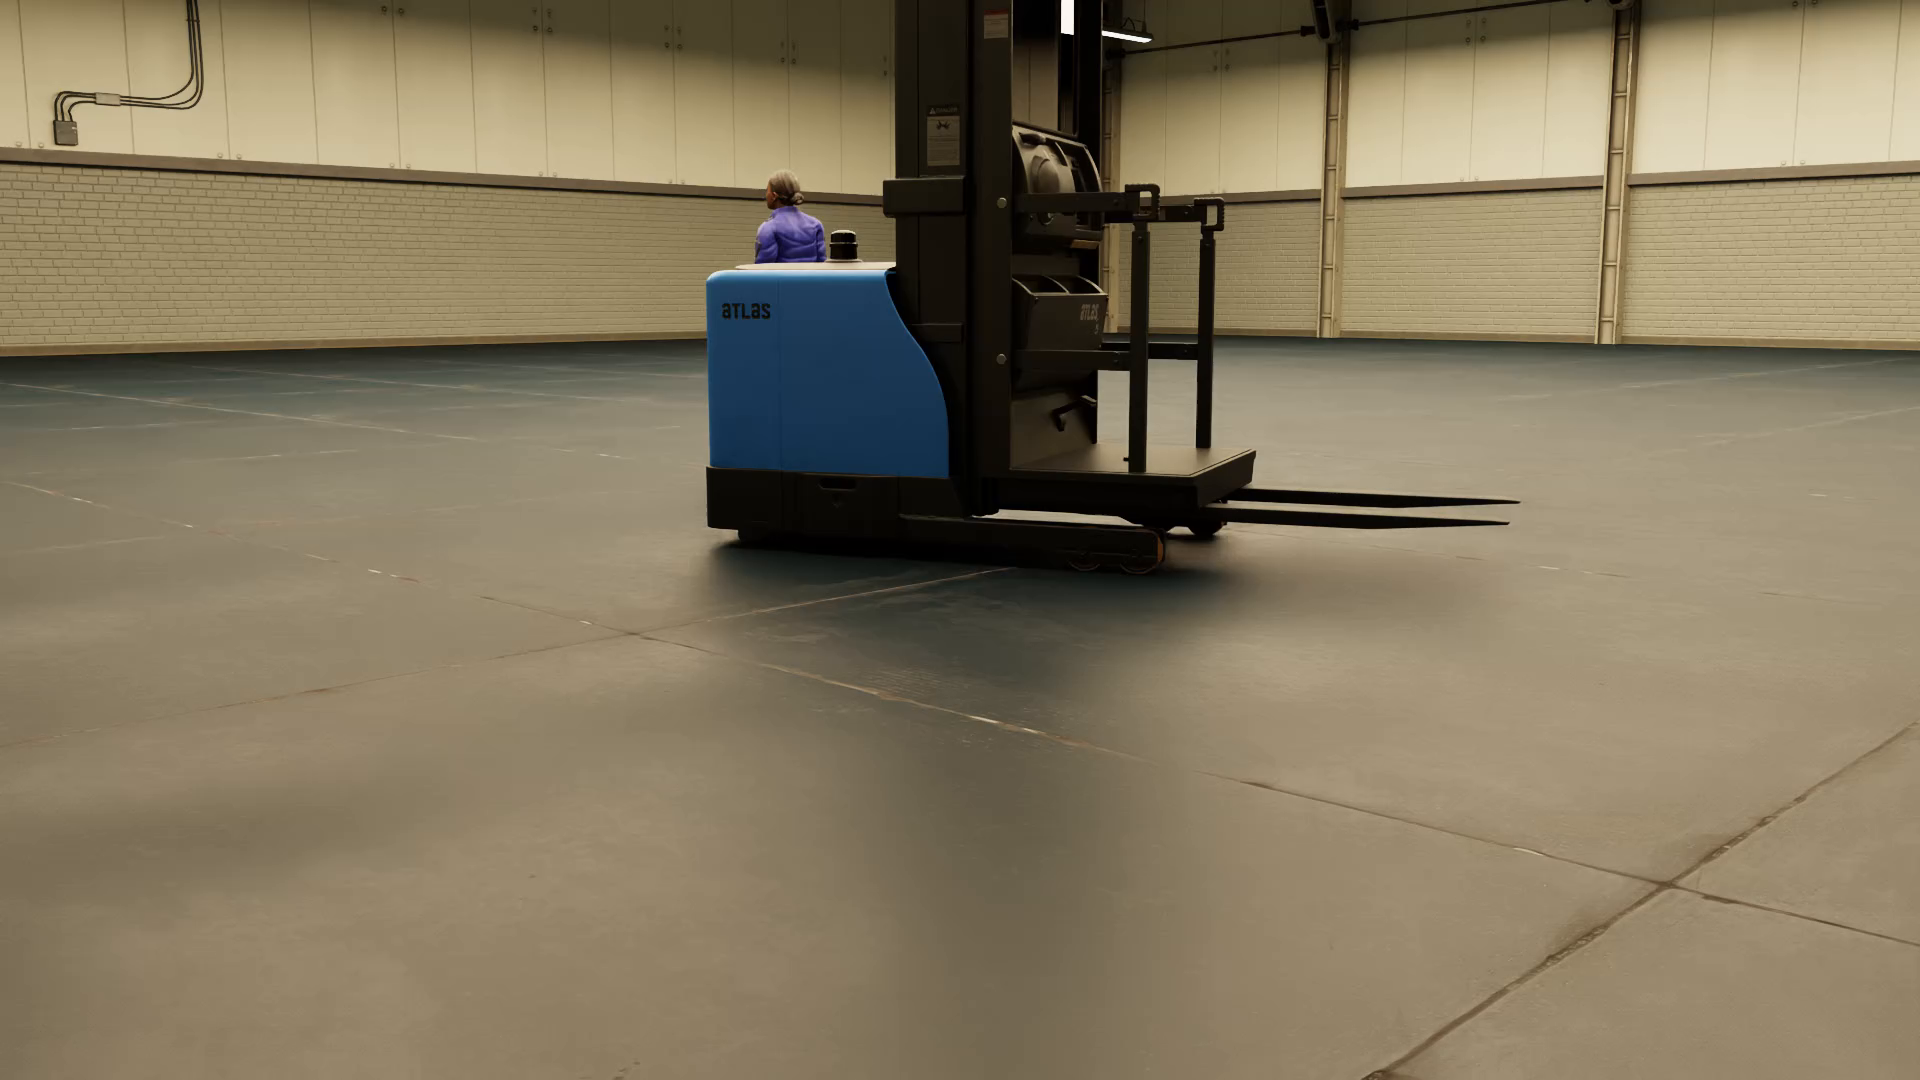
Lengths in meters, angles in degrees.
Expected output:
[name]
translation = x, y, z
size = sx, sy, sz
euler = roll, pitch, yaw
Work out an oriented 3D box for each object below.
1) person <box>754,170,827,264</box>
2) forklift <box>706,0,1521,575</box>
[person]
translation = -1.030, -1.265, 9.519
size = 0.570, 1.654, 0.504
euler = -8, 12, -42
[forklift]
translation = 0.565, -1.416, 6.275
size = 3.031, 2.935, 1.130
euler = 3, 9, 22
